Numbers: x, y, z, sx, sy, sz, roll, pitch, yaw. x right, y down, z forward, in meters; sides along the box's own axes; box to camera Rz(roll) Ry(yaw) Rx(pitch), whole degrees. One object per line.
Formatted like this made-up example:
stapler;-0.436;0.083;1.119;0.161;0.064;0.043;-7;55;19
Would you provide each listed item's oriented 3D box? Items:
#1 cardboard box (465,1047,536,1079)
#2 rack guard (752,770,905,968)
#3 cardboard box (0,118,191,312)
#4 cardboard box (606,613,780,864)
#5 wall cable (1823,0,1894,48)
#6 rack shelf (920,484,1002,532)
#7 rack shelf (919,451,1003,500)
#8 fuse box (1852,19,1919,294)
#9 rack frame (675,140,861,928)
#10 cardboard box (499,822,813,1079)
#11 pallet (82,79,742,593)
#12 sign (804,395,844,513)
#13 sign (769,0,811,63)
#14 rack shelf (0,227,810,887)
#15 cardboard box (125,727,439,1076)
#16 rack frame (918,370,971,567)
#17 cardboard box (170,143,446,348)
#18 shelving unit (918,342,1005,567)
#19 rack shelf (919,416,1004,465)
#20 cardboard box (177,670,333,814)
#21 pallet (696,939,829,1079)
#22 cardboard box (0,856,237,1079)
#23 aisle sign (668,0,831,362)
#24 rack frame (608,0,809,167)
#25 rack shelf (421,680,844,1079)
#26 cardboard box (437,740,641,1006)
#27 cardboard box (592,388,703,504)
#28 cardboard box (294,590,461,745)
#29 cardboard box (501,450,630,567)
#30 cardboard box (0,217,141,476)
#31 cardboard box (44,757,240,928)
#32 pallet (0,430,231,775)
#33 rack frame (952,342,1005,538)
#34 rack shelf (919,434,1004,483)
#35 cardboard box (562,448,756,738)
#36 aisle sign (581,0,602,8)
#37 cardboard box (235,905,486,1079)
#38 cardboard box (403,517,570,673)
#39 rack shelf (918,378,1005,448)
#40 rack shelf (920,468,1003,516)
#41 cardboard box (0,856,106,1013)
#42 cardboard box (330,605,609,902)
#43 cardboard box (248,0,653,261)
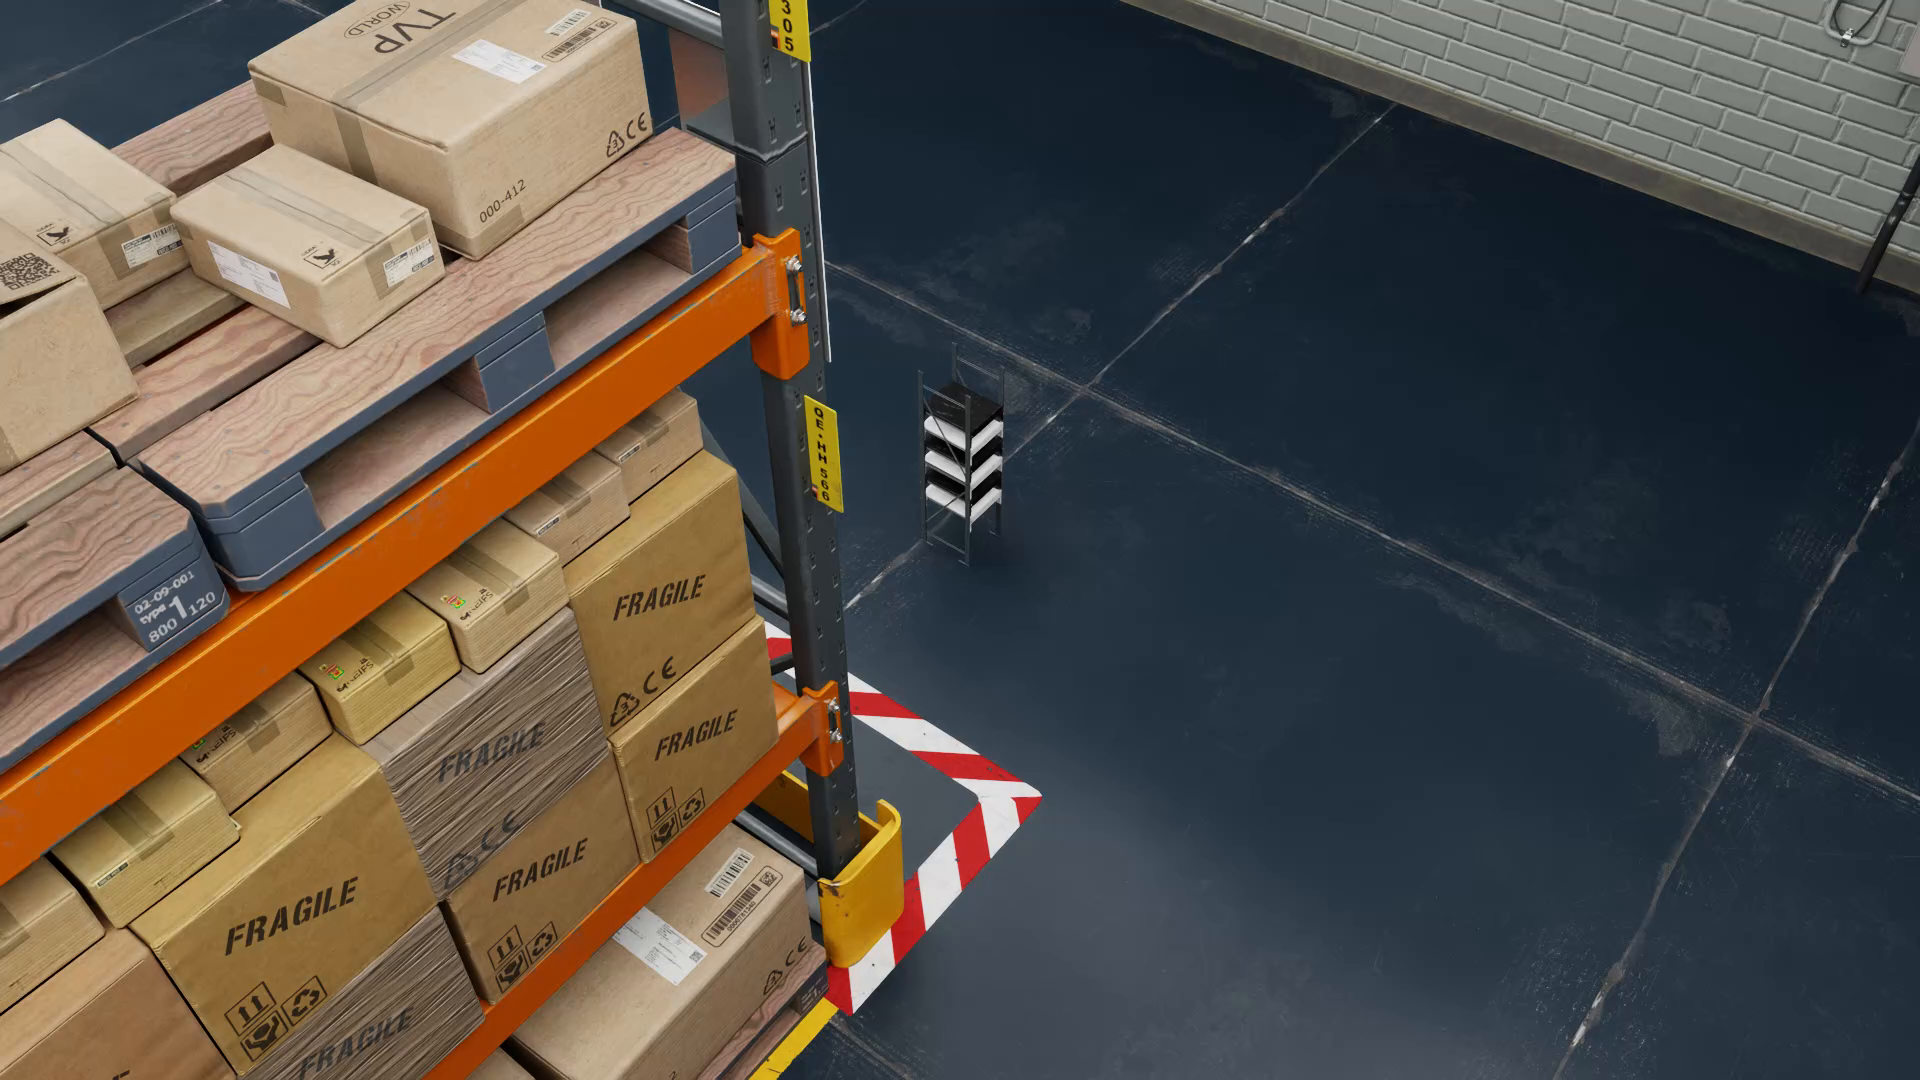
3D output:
cardboard box;-1.619;1.725;4.510;0.875;0.438;0.875;31;54;26
rack guard;-0.727;0.885;5.559;1.175;0.500;0.348;29;53;25
cardboard box;-1.589;-0.573;2.962;0.380;0.149;0.250;31;54;26
cardboard box;-0.827;0.394;4.230;0.500;0.500;0.500;29;53;25
wall cable;3.817;-2.932;6.774;0.588;1.984;0.122;29;53;25
rack shelf;0.005;-0.168;6.583;0.258;0.077;0.200;29;53;25
rack shelf;0.005;-0.292;6.453;0.258;0.077;0.200;29;53;25
fuse box;4.260;-1.744;7.233;0.539;1.711;0.414;29;53;25
rack frame;-0.742;0.035;4.642;1.000;3.000;0.127;29;53;25
cardboard box;-1.066;1.197;5.013;0.875;0.438;0.875;27;52;24
pallet;-1.187;-0.541;3.179;1.003;0.211;1.213;29;53;25
sign;-0.321;-0.199;3.901;0.100;0.325;0.005;29;53;25
sign;-0.321;-1.031;3.029;0.100;0.325;0.005;29;53;25
rack shelf;-1.965;0.392;2.724;1.077;0.370;4.000;29;53;25
cardboard box;-1.449;0.630;3.313;0.500;0.500;0.500;29;53;25
rack frame;-0.057;-0.257;6.373;0.240;0.900;0.006;29;53;25
cardboard box;-1.139;-0.521;2.913;0.380;0.149;0.250;25;51;22
shelving unit;0.005;-0.315;6.429;0.258;0.900;0.210;29;53;25
rack shelf;0.005;-0.417;6.323;0.258;0.077;0.200;29;53;25
cardboard box;-1.433;0.310;3.170;0.380;0.149;0.250;29;53;25
pallet;-1.169;1.491;5.180;1.003;0.211;1.213;29;53;25
cardboard box;-1.758;0.917;3.039;0.500;0.500;0.500;29;53;25
aisle sign;-0.452;-0.767;3.610;0.394;0.787;0.004;29;53;25
rack frame;-0.742;-2.037;2.473;1.000;3.000;0.127;29;53;25
rack shelf;-1.965;1.428;3.809;1.077;0.370;4.000;29;53;25
cardboard box;-1.146;0.674;3.962;0.500;0.500;0.500;28;52;24
cardboard box;-0.803;-0.275;3.729;0.380;0.149;0.250;30;53;25
cardboard box;-1.217;0.192;3.283;0.380;0.149;0.250;30;53;26
cardboard box;-0.939;-0.119;3.580;0.380;0.149;0.250;30;53;26
cardboard box;-1.696;-0.315;2.604;0.500;0.311;0.500;30;53;26
cardboard box;-1.539;0.480;3.008;0.380;0.149;0.250;30;53;26
pallet;-1.933;0.160;2.510;1.003;0.211;1.213;29;53;25
rack frame;0.067;-0.374;6.485;0.240;0.900;0.006;29;53;25
rack shelf;0.005;-0.355;6.388;0.258;0.077;0.200;29;53;25
cardboard box;-0.848;0.036;3.880;0.500;0.500;0.500;31;54;26
aisle sign;-0.927;-1.032;3.864;0.394;0.787;0.004;29;53;25
cardboard box;-1.453;0.973;3.677;0.500;0.500;0.500;31;54;26
cardboard box;-1.030;0.066;3.403;0.380;0.149;0.250;29;53;25
rack shelf;0.005;-0.479;6.258;0.258;0.077;0.200;29;53;25
rack shelf;0.005;-0.230;6.518;0.258;0.077;0.200;29;53;25
cardboard box;-1.715;0.621;2.873;0.380;0.149;0.250;31;54;26
cardboard box;-1.144;0.349;3.582;0.500;0.500;0.500;29;53;25
cardboard box;-0.946;-0.831;3.139;0.500;0.250;0.500;25;51;22
